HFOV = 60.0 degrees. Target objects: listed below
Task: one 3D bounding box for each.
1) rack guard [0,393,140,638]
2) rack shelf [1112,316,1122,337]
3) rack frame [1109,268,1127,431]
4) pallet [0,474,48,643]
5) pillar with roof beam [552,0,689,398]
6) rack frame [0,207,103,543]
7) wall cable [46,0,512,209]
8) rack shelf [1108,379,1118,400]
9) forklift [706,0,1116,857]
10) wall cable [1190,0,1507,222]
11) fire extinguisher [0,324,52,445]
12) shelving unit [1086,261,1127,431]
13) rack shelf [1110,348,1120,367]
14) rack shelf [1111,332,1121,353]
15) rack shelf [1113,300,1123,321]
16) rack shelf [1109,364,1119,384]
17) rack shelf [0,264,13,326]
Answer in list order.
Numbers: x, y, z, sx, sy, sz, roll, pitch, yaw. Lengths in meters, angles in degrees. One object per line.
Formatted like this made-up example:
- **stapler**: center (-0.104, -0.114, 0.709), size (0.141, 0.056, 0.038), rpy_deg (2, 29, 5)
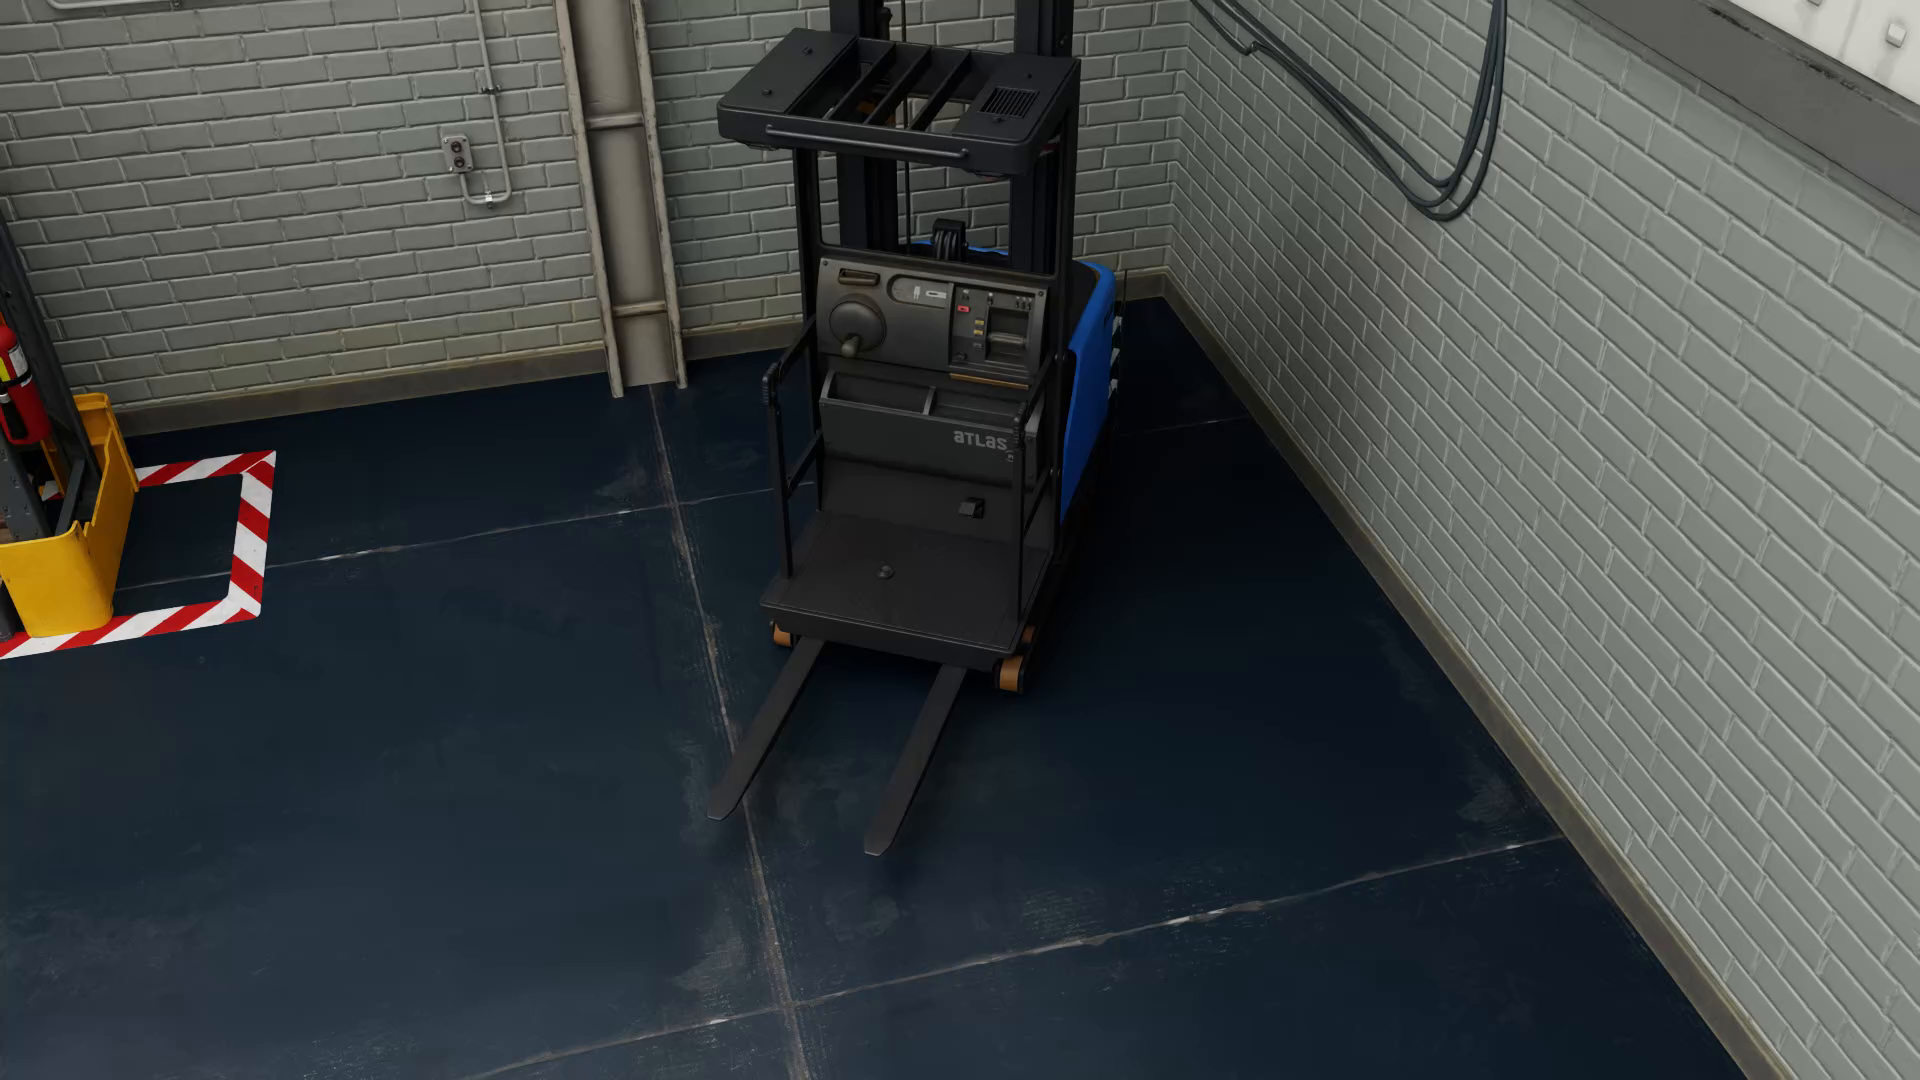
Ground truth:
- **rack guard**: center (-4.026, -0.135, 7.515), size (0.348, 0.500, 1.175), rpy_deg (-9, 38, -12)
- **rack shelf**: center (0.663, -1.015, 8.094), size (0.200, 0.077, 0.258), rpy_deg (12, 39, 16)
- **rack frame**: center (0.759, -0.877, 8.156), size (0.006, 0.900, 0.240), rpy_deg (12, 39, 16)
- **pallet**: center (-4.801, 0.156, 7.372), size (1.213, 0.211, 1.003), rpy_deg (-9, 38, -12)
- **pillar with roof beam**: center (-0.546, -1.916, 2.849), size (0.400, 9.000, 9.100), rpy_deg (-9, 38, -12)
- **rack frame**: center (-4.050, -1.124, 6.750), size (0.127, 3.000, 1.000), rpy_deg (-9, 38, -12)
- **wall cable**: center (-3.060, -2.285, 7.432), size (1.851, 1.984, 0.084), rpy_deg (-9, 38, -12)
- **rack shelf**: center (0.663, -0.729, 8.313), size (0.200, 0.077, 0.258), rpy_deg (12, 39, 16)
- **forklift**: center (-0.176, -0.801, 6.385), size (1.130, 2.935, 3.031), rpy_deg (10, 39, 13)
- **wall cable**: center (1.504, -2.959, 6.768), size (0.112, 2.526, 3.097), rpy_deg (-9, 38, -12)
- **fire extinguisher**: center (-3.784, -0.698, 6.564), size (0.183, 0.674, 0.296), rpy_deg (-9, 38, -12)
- **shelving unit**: center (0.663, -0.898, 8.184), size (0.210, 0.900, 0.258), rpy_deg (12, 39, 16)
- **rack shelf**: center (0.663, -0.872, 8.204), size (0.200, 0.077, 0.258), rpy_deg (12, 39, 16)
- **rack shelf**: center (0.663, -0.943, 8.149), size (0.200, 0.077, 0.258), rpy_deg (12, 39, 16)
- **rack shelf**: center (0.663, -1.086, 8.040), size (0.200, 0.077, 0.258), rpy_deg (12, 39, 16)
- **rack shelf**: center (0.663, -0.800, 8.258), size (0.200, 0.077, 0.258), rpy_deg (12, 39, 16)
- **rack shelf**: center (-5.980, -0.521, 6.555), size (4.000, 0.370, 1.077), rpy_deg (-9, 38, -12)
